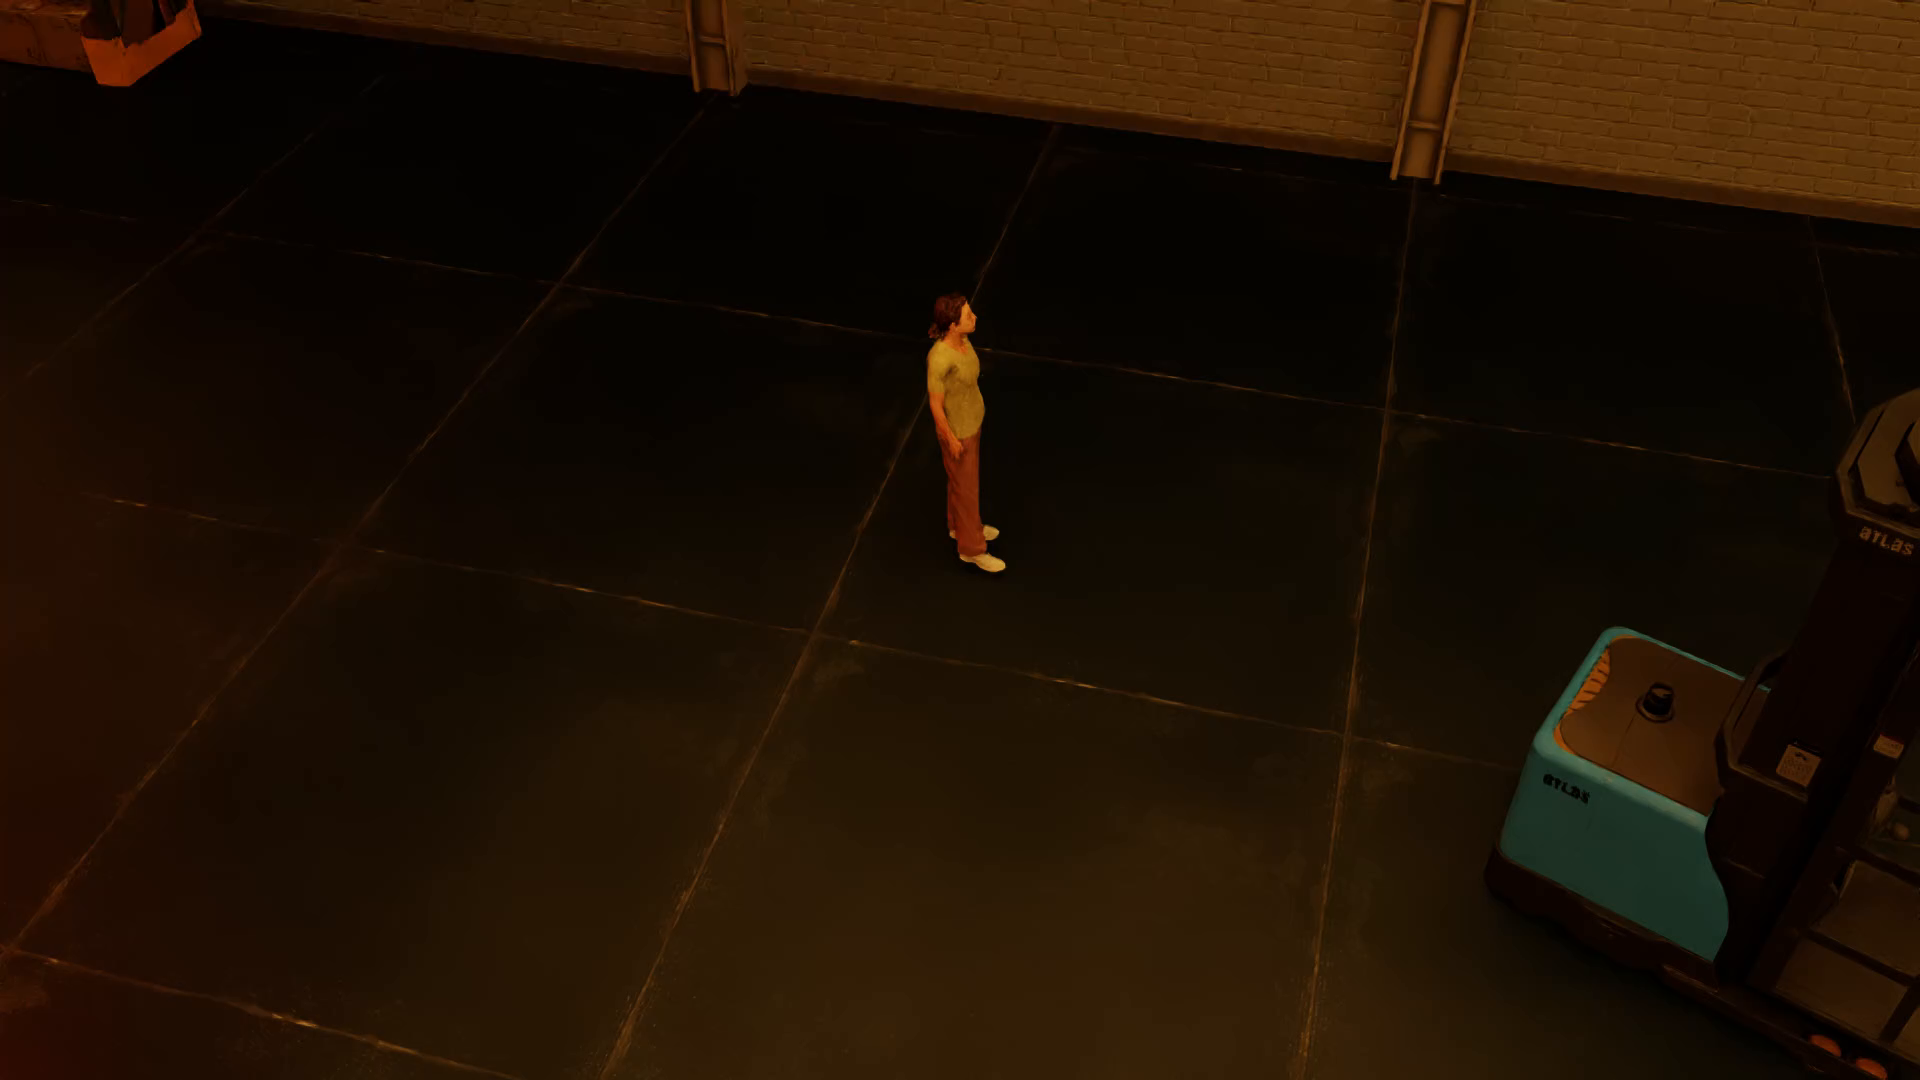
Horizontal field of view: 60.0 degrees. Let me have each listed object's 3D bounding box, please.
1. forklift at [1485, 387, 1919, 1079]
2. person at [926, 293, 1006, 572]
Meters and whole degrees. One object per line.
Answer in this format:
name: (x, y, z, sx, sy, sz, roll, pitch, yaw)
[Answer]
forklift: (4.045, 0.933, 6.797, 3.031, 2.935, 1.130, 26, 48, 27)
person: (0.068, -0.646, 9.480, 0.549, 1.673, 0.554, 10, 42, 11)
